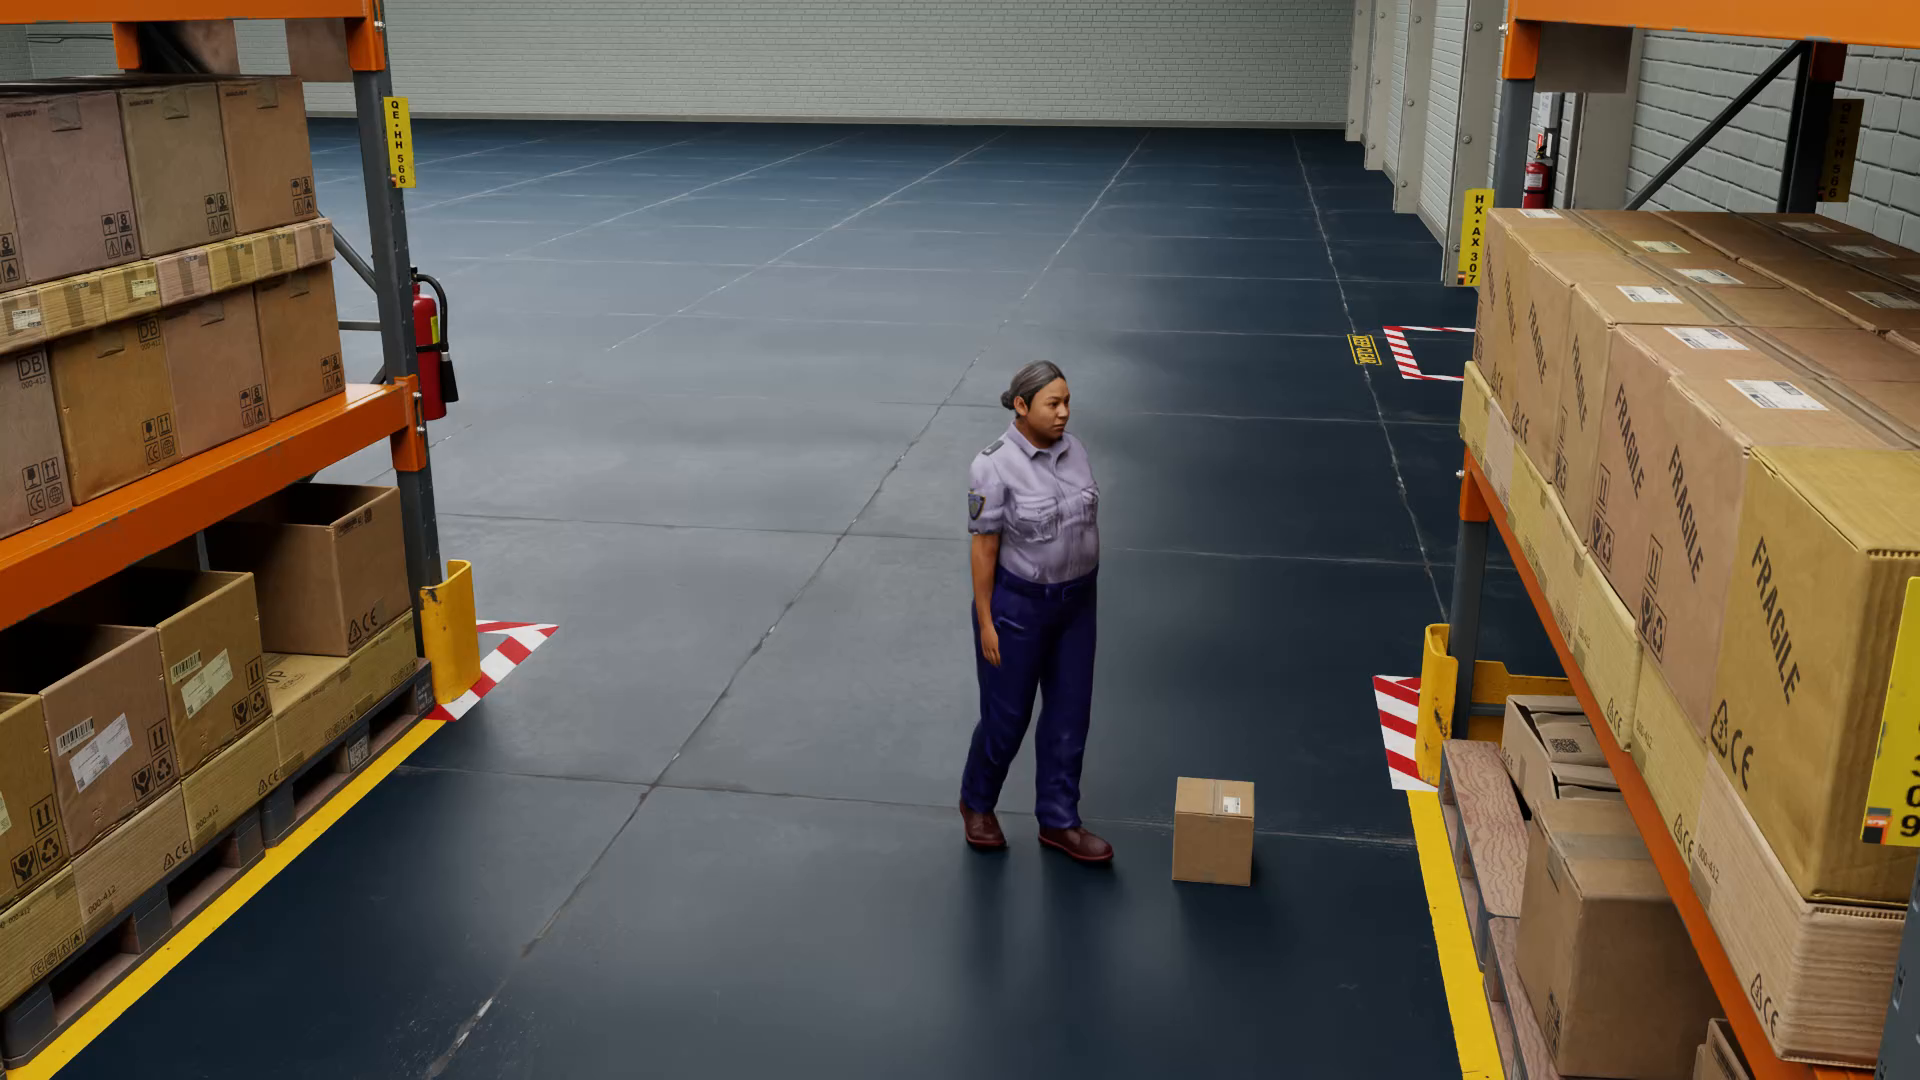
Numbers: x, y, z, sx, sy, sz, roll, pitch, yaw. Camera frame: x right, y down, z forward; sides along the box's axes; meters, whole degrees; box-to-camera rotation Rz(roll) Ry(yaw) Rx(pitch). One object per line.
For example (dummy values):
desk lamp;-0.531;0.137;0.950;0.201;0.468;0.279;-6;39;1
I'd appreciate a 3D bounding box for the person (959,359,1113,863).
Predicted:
person;0.262;0.228;5.347;0.494;1.642;0.577;-14;23;-37
